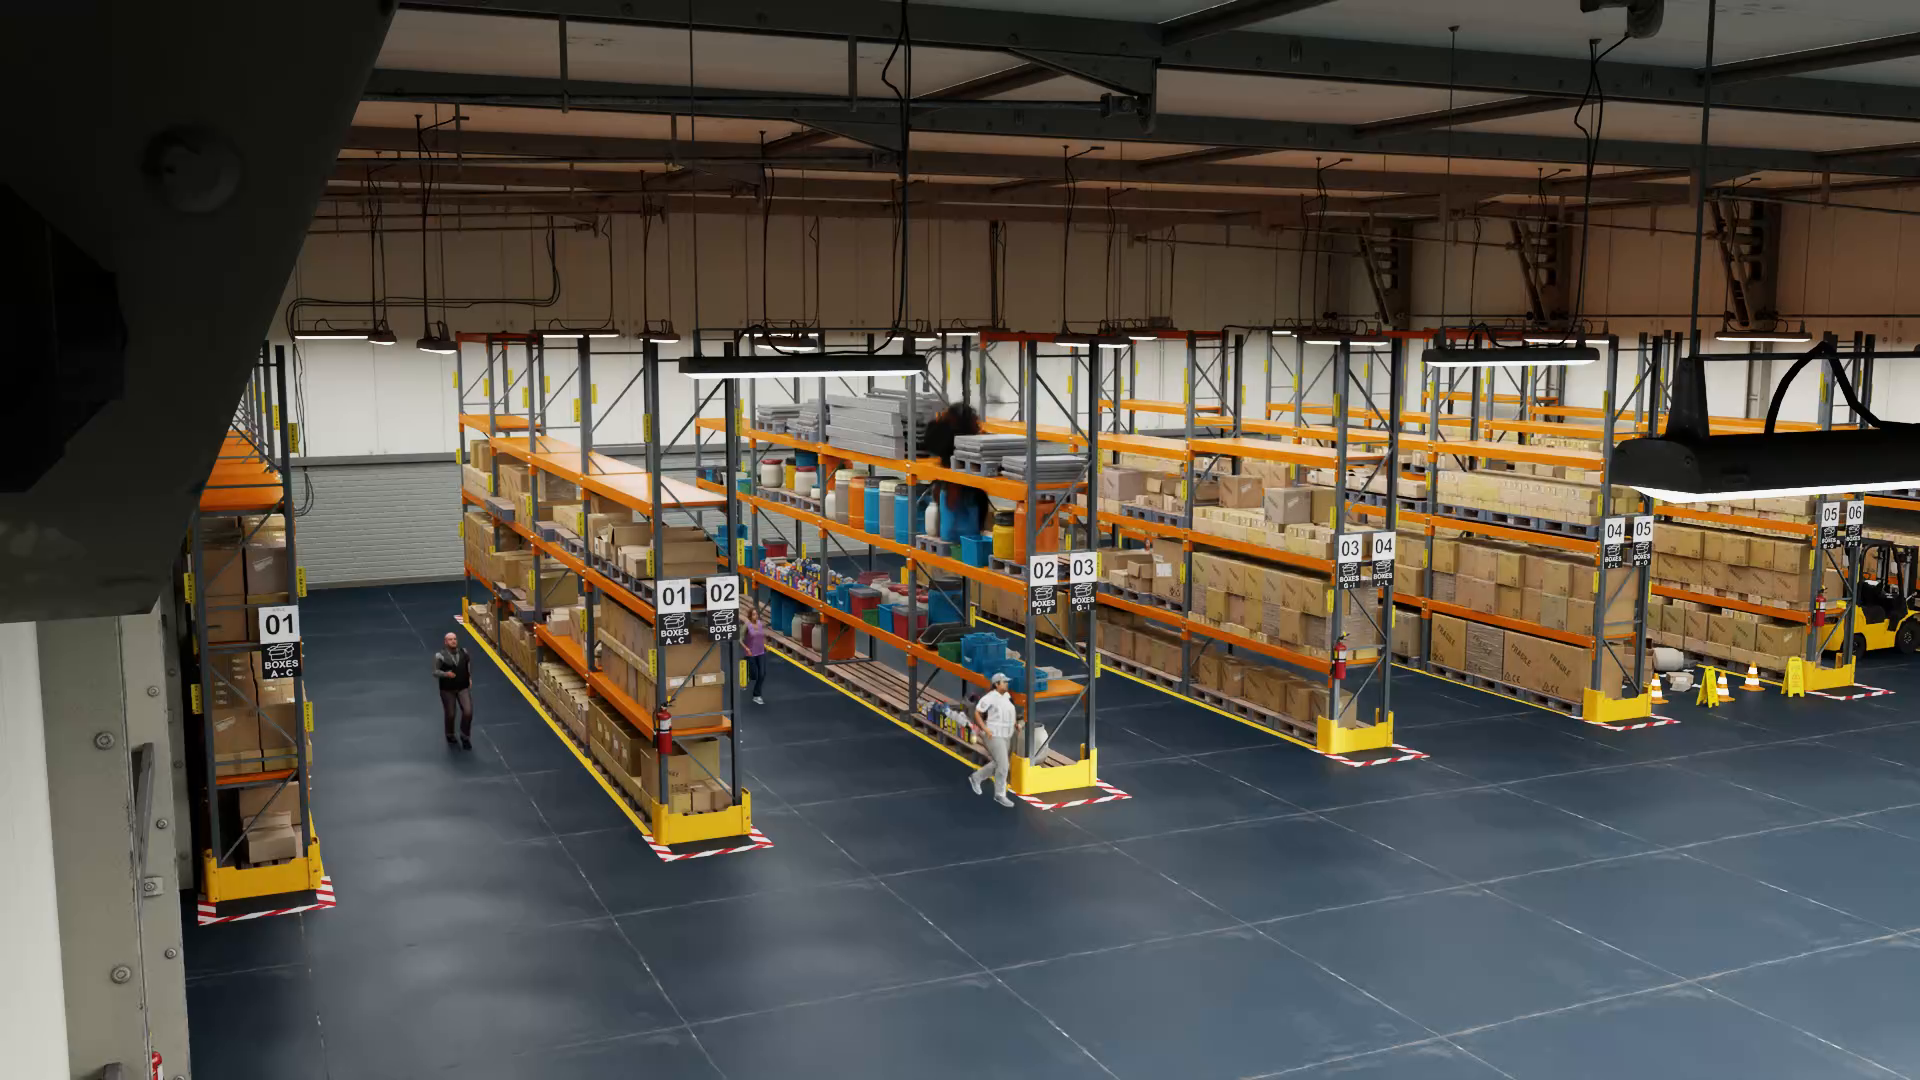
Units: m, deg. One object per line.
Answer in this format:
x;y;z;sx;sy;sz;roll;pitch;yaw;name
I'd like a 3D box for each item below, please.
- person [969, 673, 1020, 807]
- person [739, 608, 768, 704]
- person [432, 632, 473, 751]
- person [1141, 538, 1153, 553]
0.475;2.532;21.380;0.722;1.654;0.639;5;9;34;person
-3.398;1.888;27.379;0.536;1.575;0.621;-6;9;-35;person
-7.384;2.224;24.314;0.635;1.770;0.756;-4;9;-30;person
4.079;0.732;35.831;0.553;1.557;0.565;-3;8;-18;person
